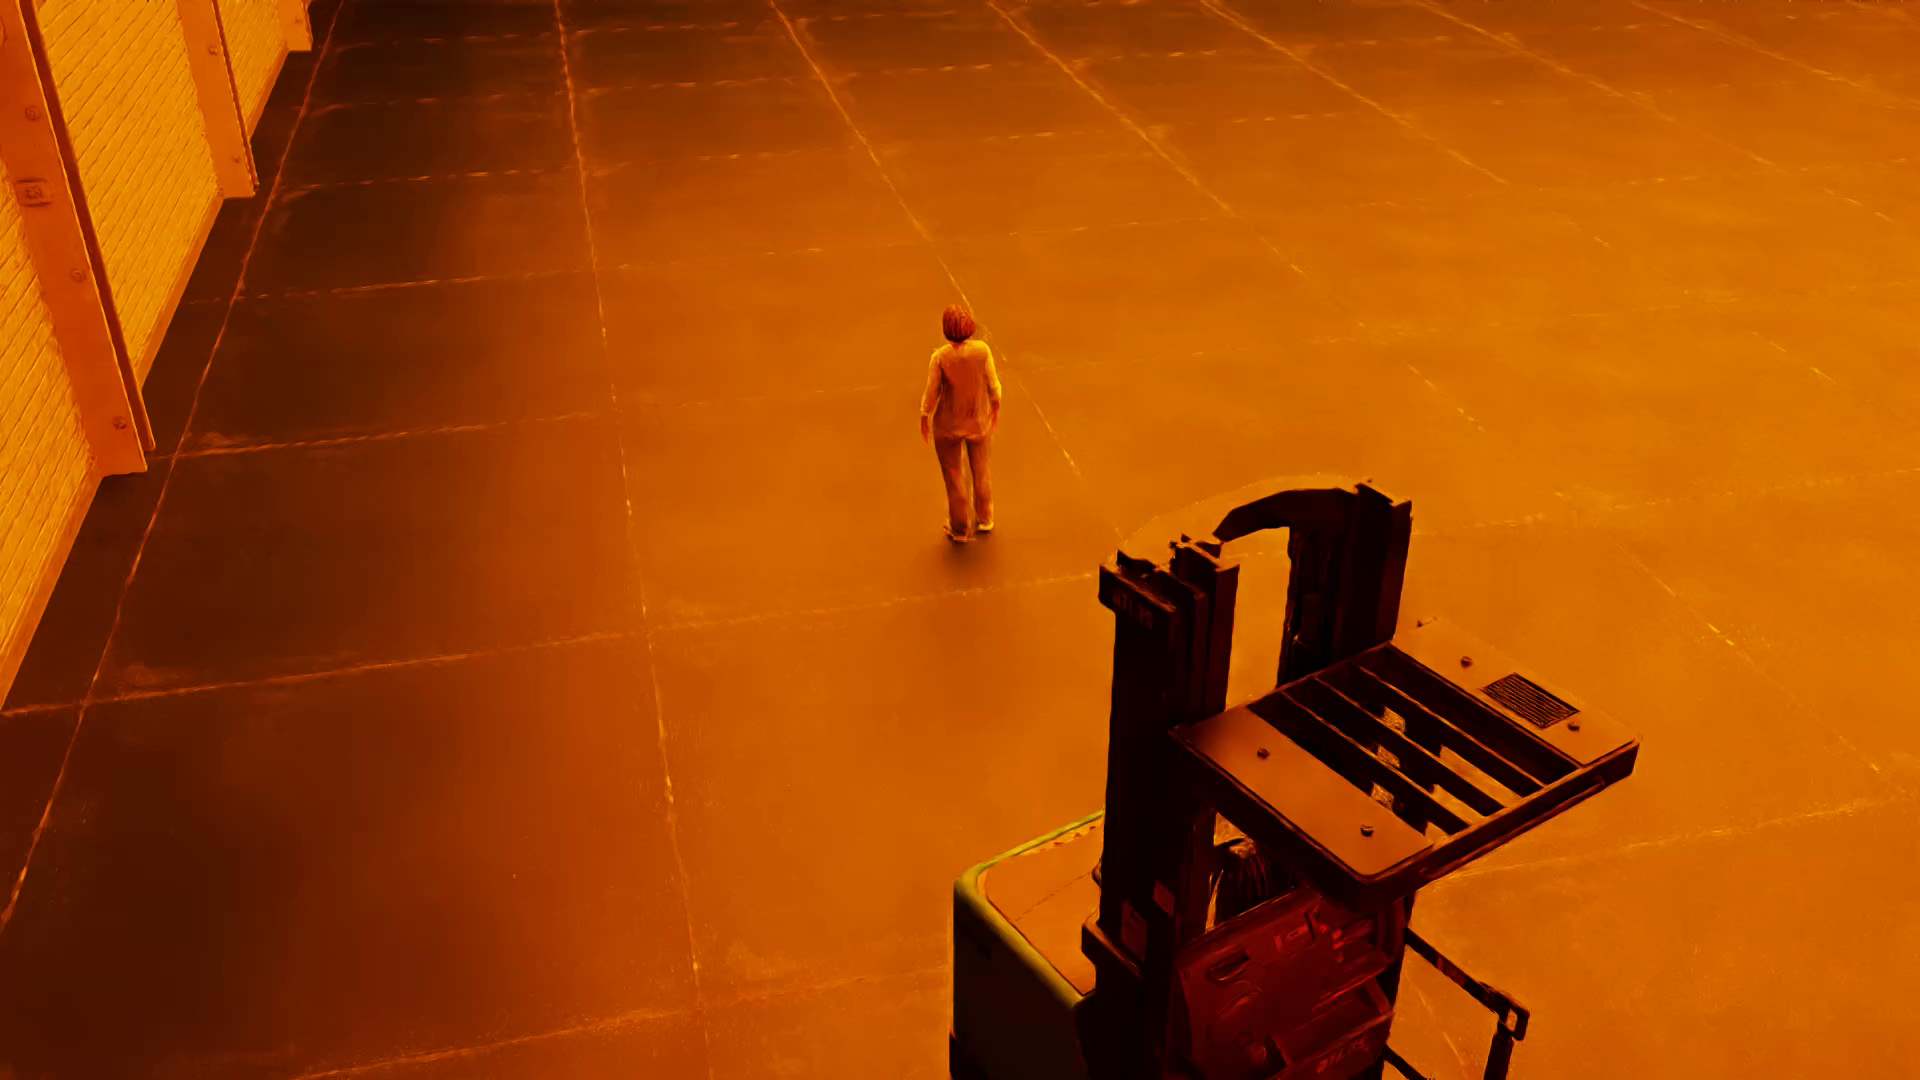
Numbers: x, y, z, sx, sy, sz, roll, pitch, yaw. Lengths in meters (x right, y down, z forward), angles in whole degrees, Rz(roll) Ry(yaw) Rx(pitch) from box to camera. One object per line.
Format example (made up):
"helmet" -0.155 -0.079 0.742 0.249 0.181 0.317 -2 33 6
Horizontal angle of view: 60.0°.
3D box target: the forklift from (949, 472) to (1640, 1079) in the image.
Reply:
"forklift" 1.191 1.393 5.169 1.130 2.935 3.031 -18 35 -29

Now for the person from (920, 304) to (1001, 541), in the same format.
"person" -0.004 -0.735 10.162 0.521 1.597 0.474 -7 31 -12
